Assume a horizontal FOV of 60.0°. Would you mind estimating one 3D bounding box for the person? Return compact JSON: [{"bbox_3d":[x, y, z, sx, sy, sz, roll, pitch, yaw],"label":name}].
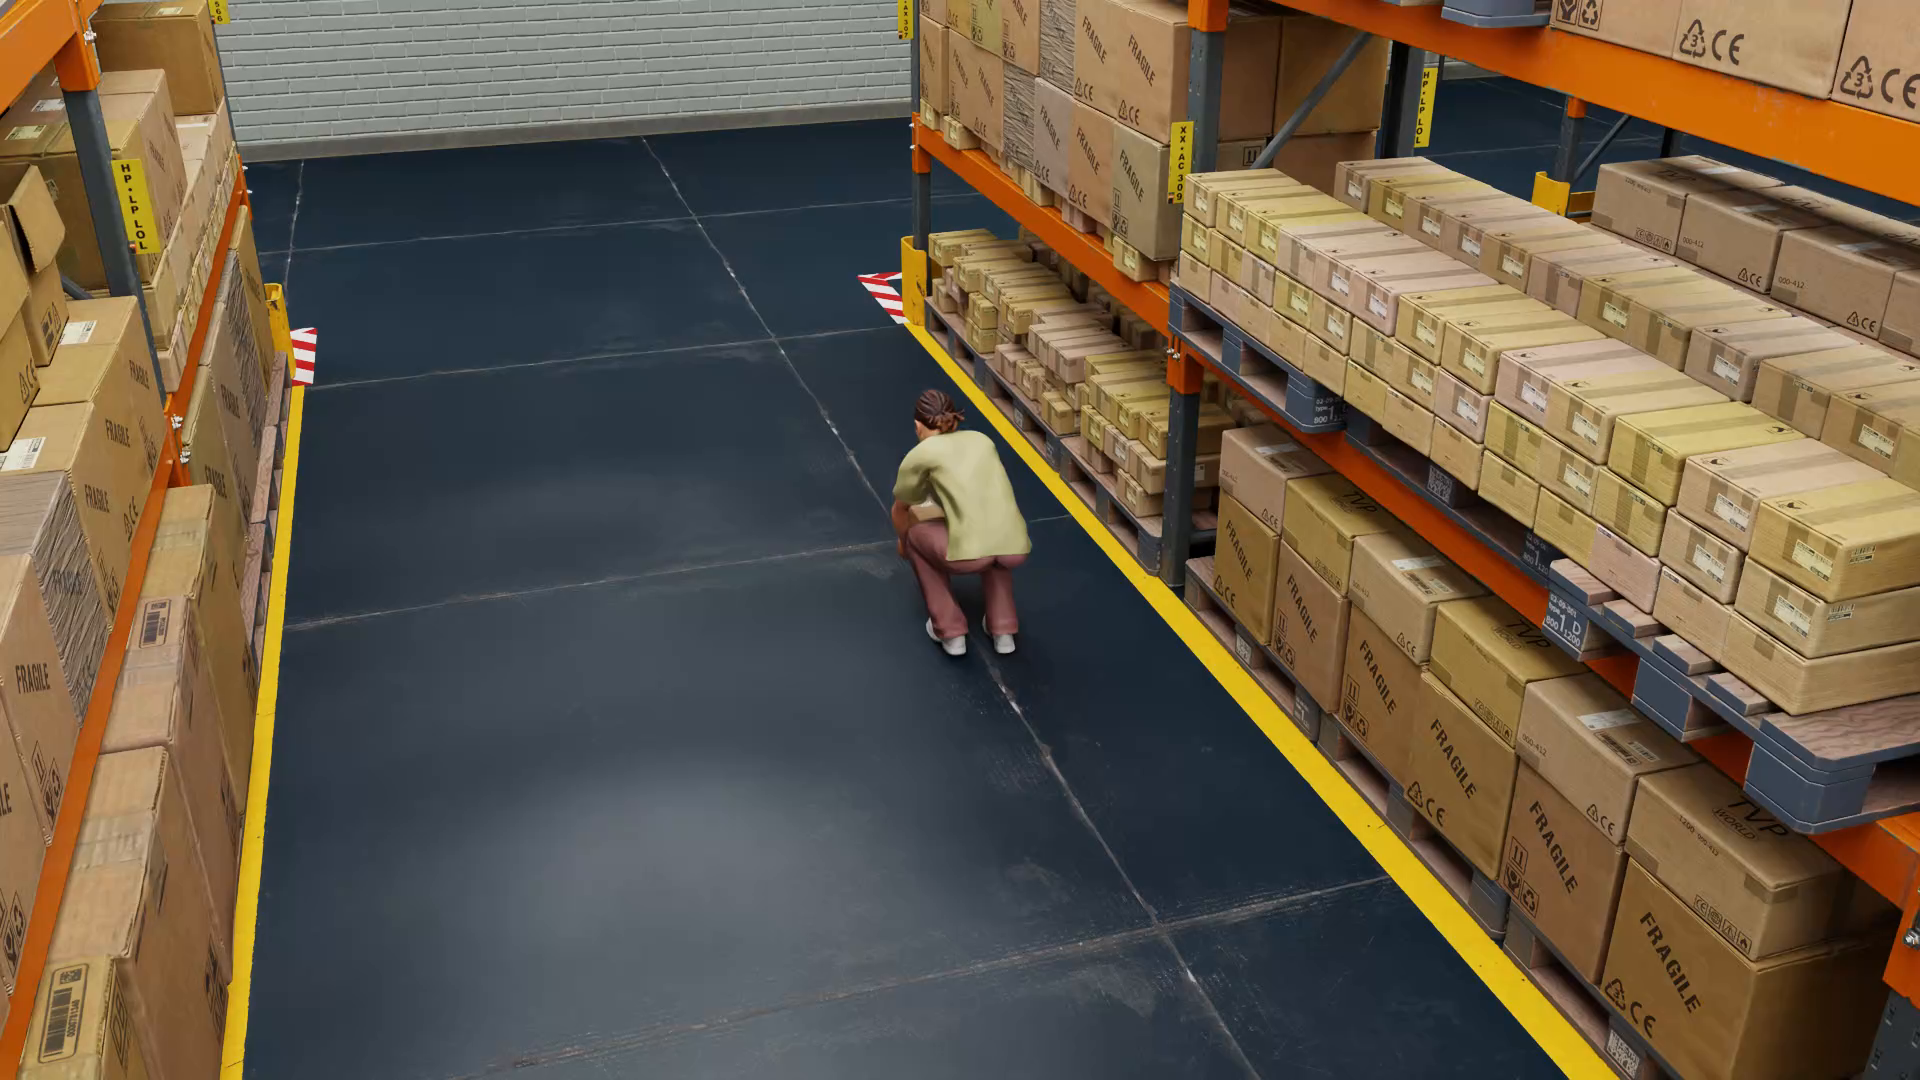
[{"bbox_3d":[-0.003,-0.052,6.951,0.497,1.028,0.763,-8,28,-16],"label":"person"}]
